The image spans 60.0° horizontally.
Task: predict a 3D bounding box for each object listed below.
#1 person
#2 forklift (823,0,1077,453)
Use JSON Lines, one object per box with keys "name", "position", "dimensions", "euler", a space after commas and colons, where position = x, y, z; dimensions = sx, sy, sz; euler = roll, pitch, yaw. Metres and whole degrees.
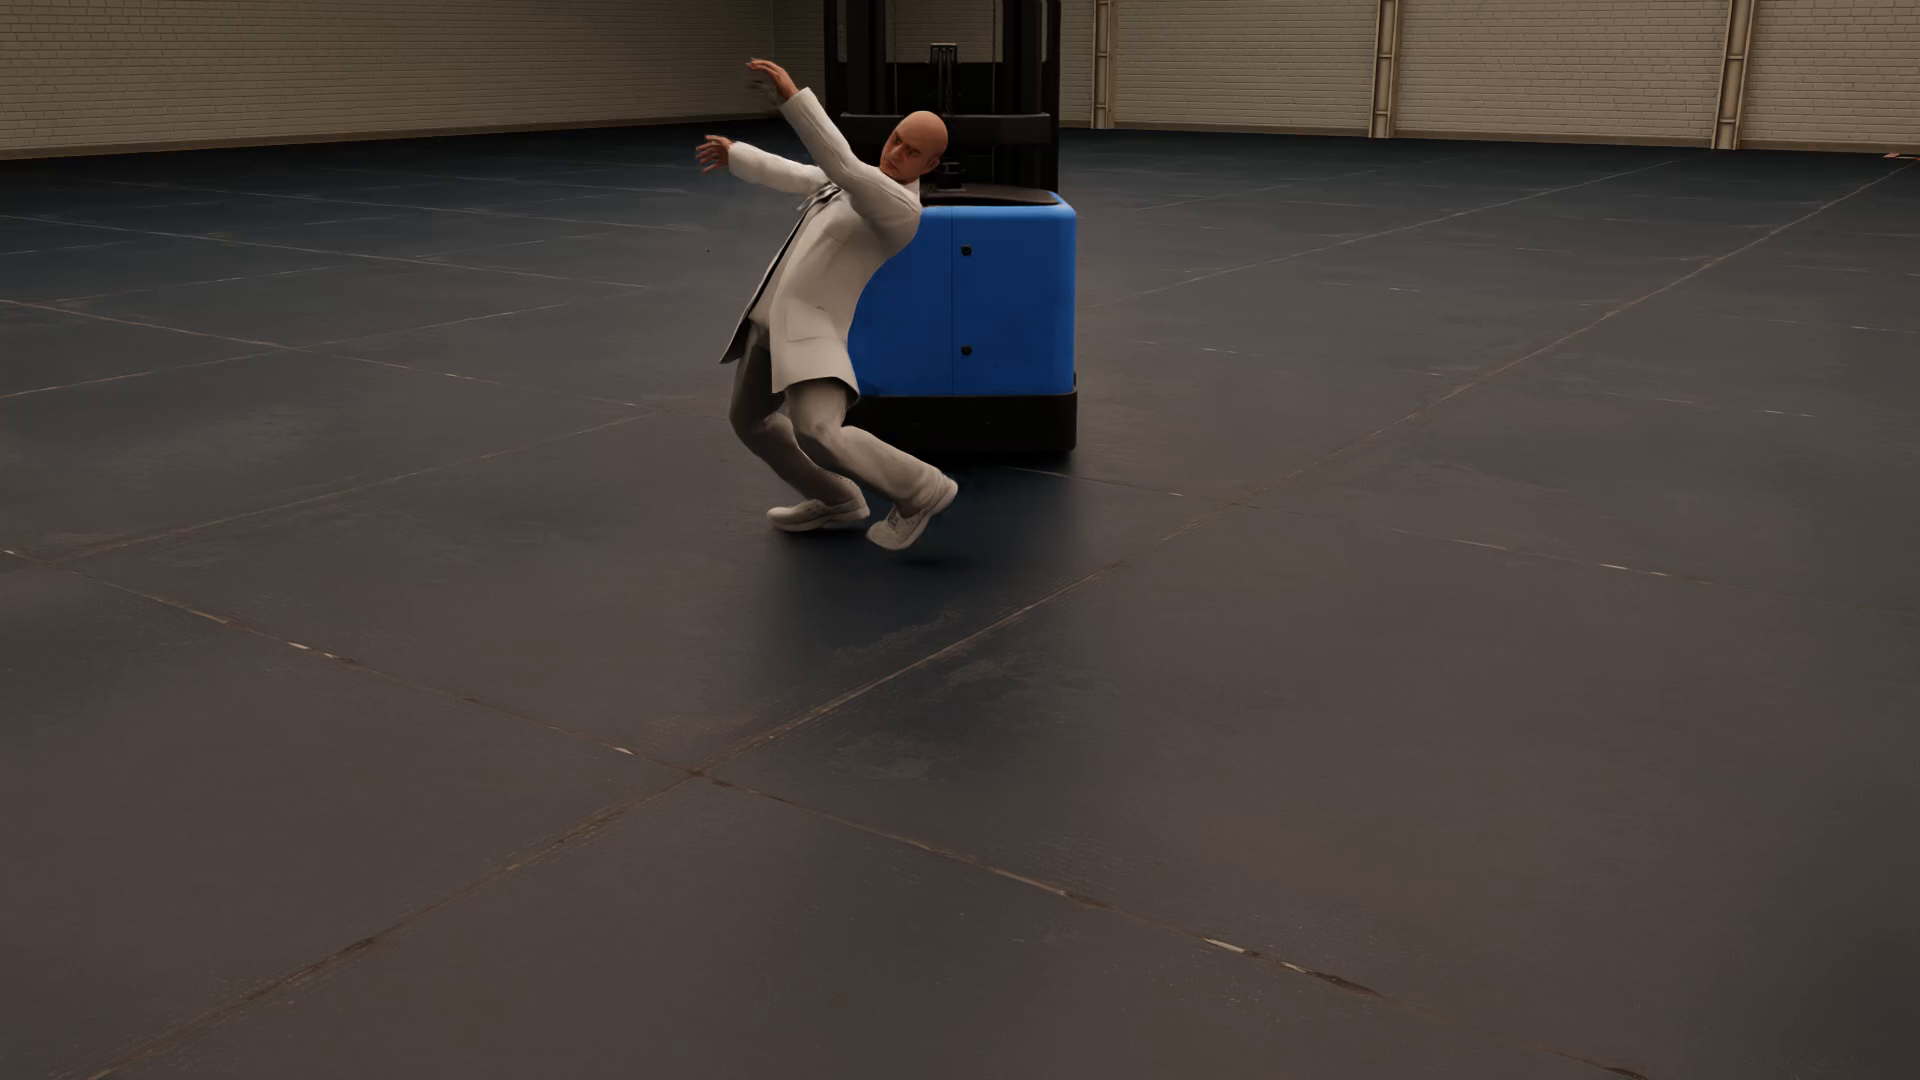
{"name": "person", "position": [-0.526, -0.828, 5.808], "dimensions": [0.688, 1.651, 1.108], "euler": [-9, 19, -29]}
{"name": "forklift", "position": [-0.093, -2.131, 7.961], "dimensions": [1.130, 2.935, 3.031], "euler": [-1, 17, -2]}
